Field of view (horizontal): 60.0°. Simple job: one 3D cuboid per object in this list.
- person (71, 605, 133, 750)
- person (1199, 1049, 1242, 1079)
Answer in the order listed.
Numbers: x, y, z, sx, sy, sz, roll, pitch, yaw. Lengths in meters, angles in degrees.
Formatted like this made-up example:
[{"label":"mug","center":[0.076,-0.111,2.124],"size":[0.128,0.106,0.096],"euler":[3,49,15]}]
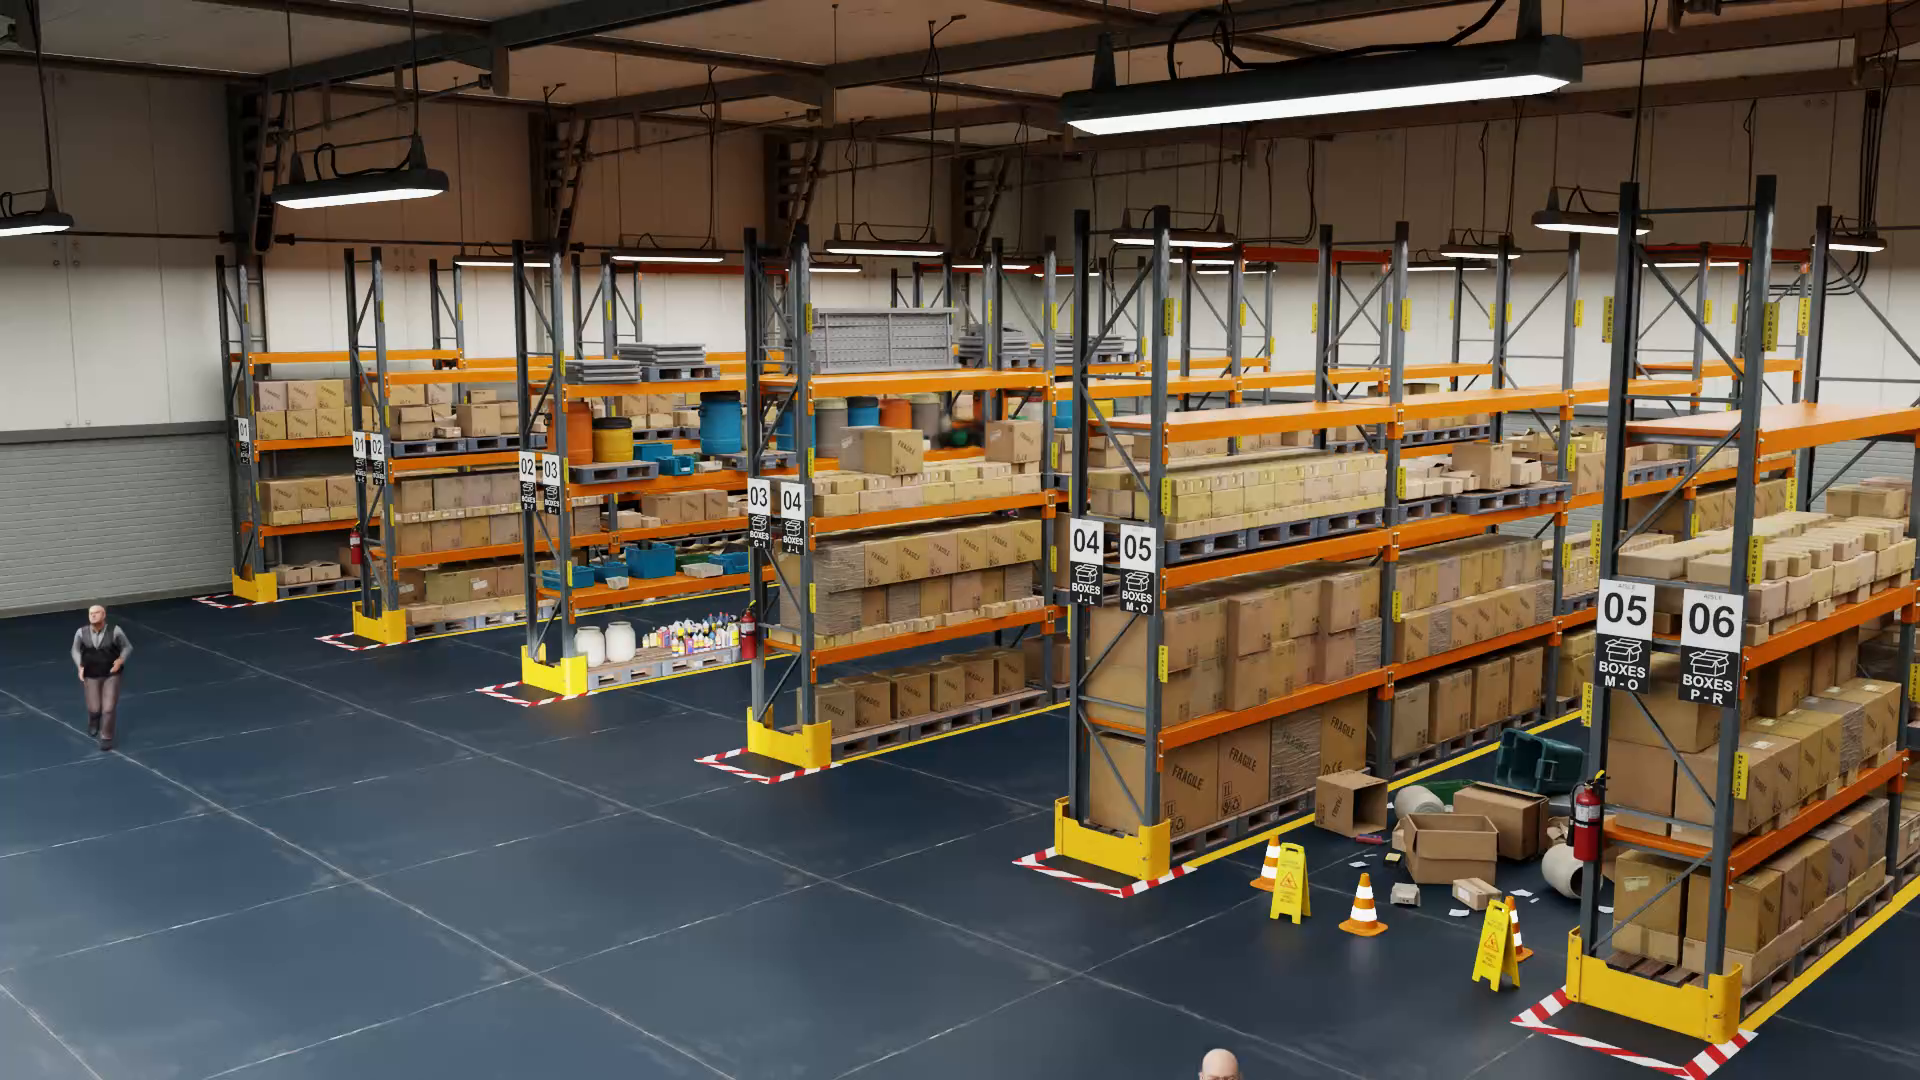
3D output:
[{"label":"person","center":[-10.024,1.595,19.464],"size":[0.658,1.692,0.631],"euler":[-3,9,-20]},{"label":"person","center":[1.212,3.219,7.803],"size":[0.723,1.739,0.799],"euler":[0,8,3]}]
